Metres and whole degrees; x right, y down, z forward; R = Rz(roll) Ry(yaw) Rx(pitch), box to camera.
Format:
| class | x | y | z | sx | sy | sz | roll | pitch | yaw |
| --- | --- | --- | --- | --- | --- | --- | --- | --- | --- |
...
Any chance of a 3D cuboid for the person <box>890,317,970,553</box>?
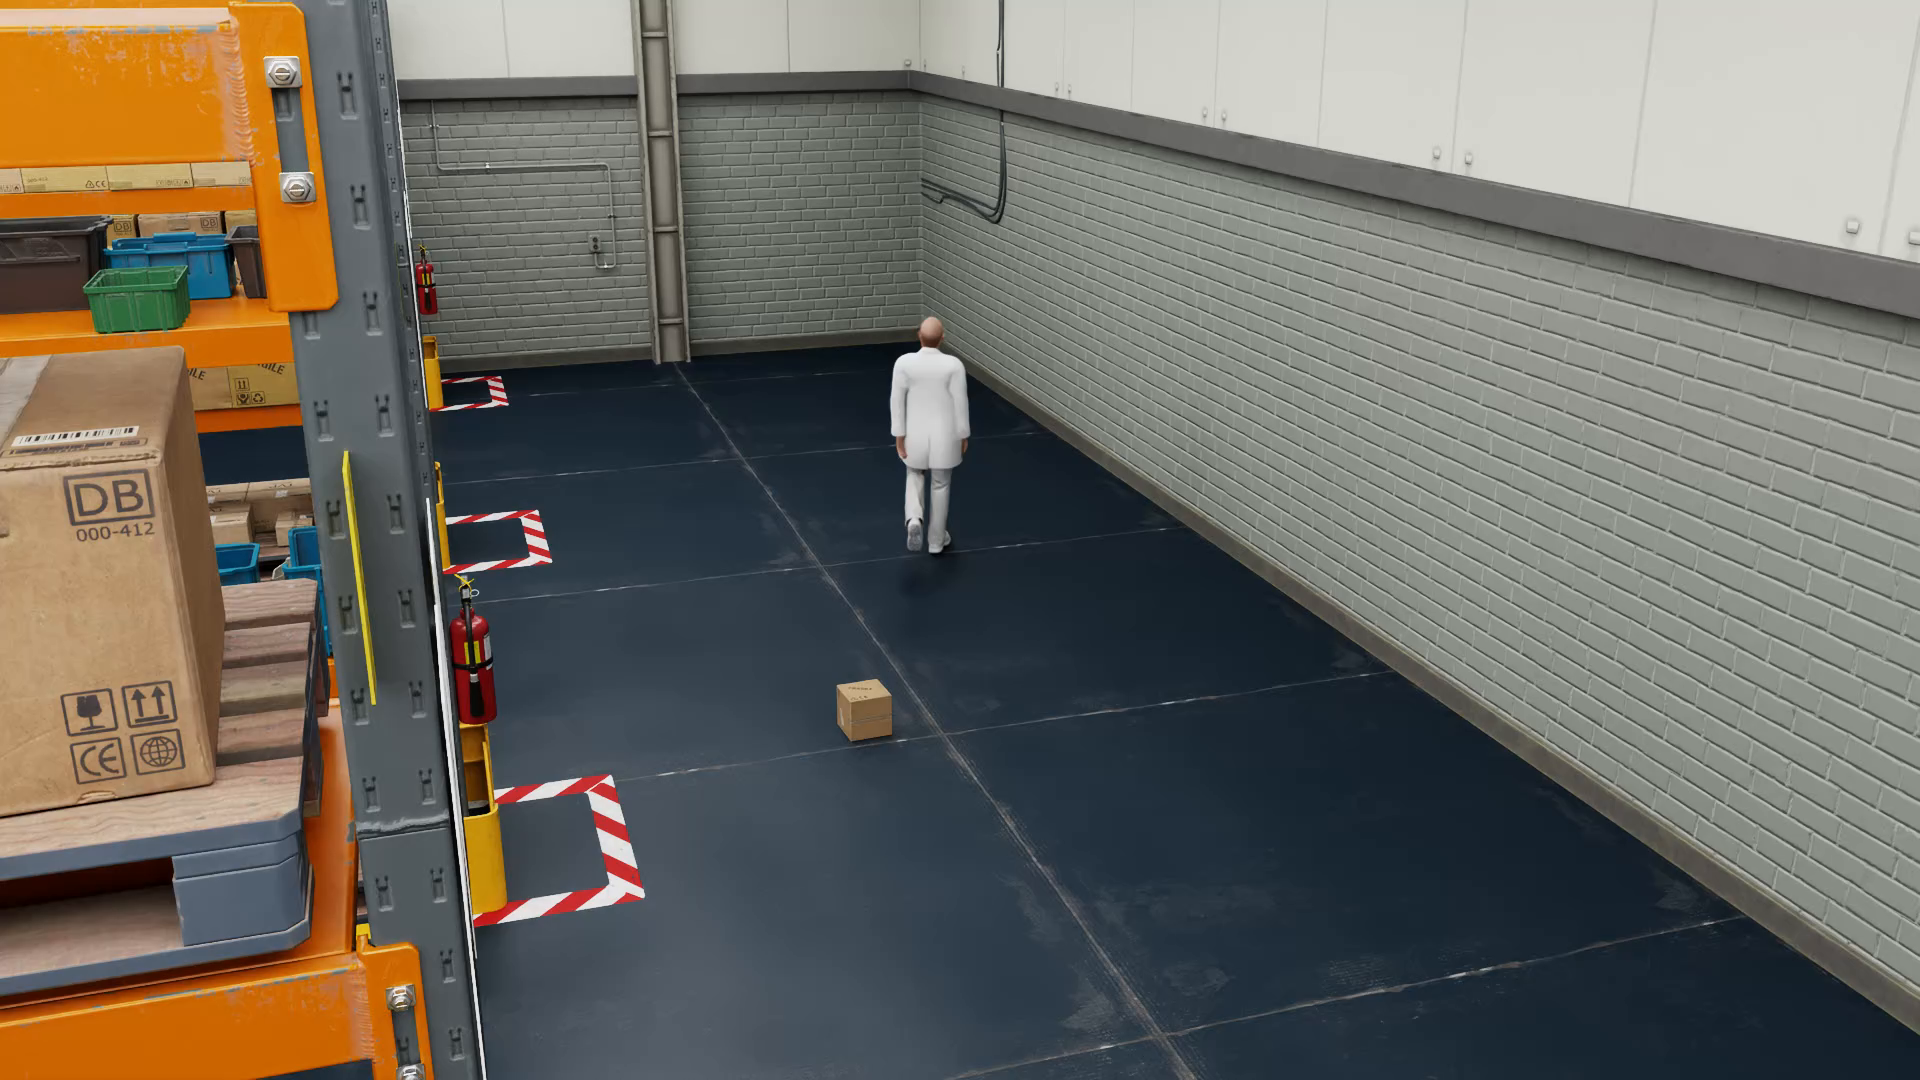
| class | x | y | z | sx | sy | sz | roll | pitch | yaw |
| --- | --- | --- | --- | --- | --- | --- | --- | --- | --- |
| person | -0.213 | -0.768 | 12.262 | 0.577 | 1.785 | 0.529 | 3 | 19 | 8 |
